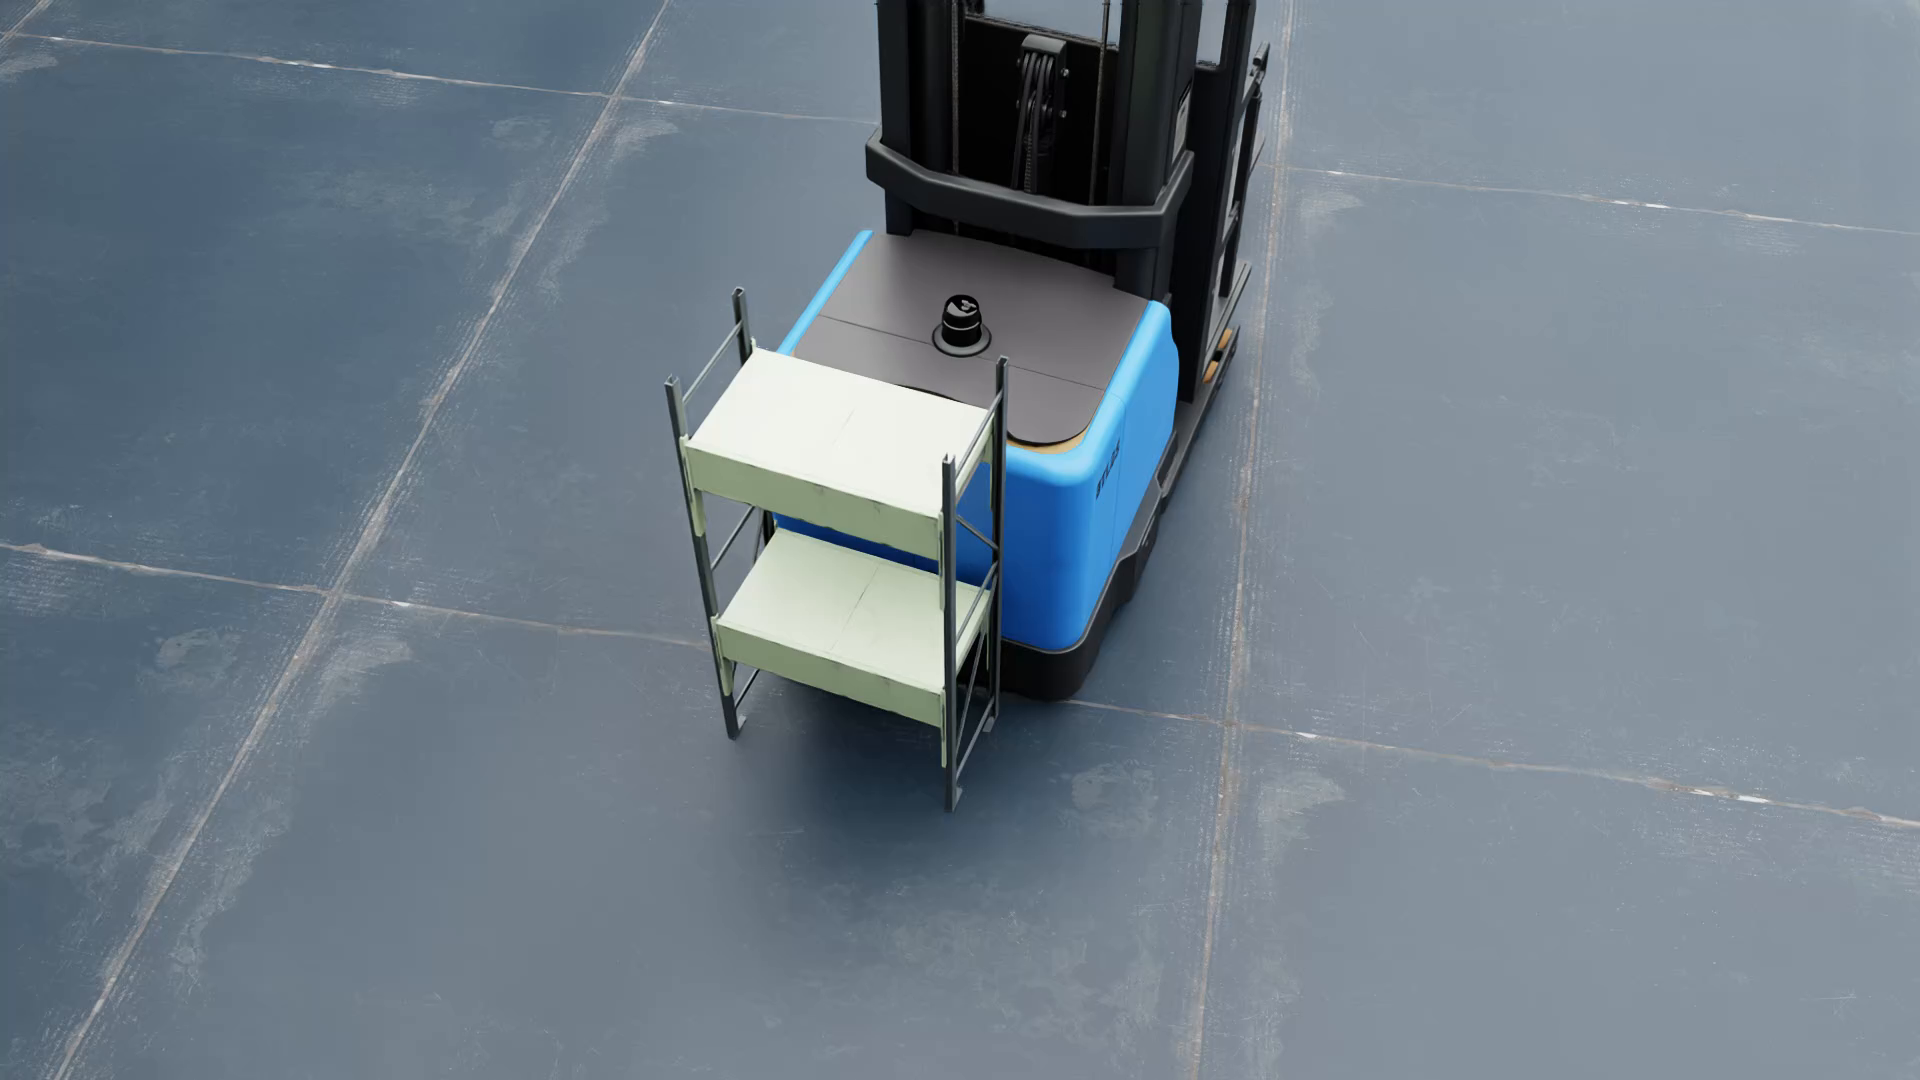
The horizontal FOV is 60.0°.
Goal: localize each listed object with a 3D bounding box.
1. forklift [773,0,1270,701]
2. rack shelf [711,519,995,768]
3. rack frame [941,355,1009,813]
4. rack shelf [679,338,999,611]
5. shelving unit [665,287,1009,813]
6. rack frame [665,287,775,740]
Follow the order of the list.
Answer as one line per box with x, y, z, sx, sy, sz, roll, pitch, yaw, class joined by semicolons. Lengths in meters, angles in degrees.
0.413;-1.595;5.213;1.130;2.935;3.031;16;50;14;forklift
-0.301;0.300;4.910;0.720;0.370;0.431;16;50;14;rack shelf
0.040;0.182;4.578;0.023;1.500;0.400;16;50;14;rack frame
-0.301;-0.178;4.377;0.720;0.370;0.431;16;50;14;rack shelf
-0.301;0.082;4.668;0.755;1.500;0.431;16;50;14;shelving unit
-0.642;-0.018;4.757;0.023;1.500;0.400;16;50;14;rack frame
